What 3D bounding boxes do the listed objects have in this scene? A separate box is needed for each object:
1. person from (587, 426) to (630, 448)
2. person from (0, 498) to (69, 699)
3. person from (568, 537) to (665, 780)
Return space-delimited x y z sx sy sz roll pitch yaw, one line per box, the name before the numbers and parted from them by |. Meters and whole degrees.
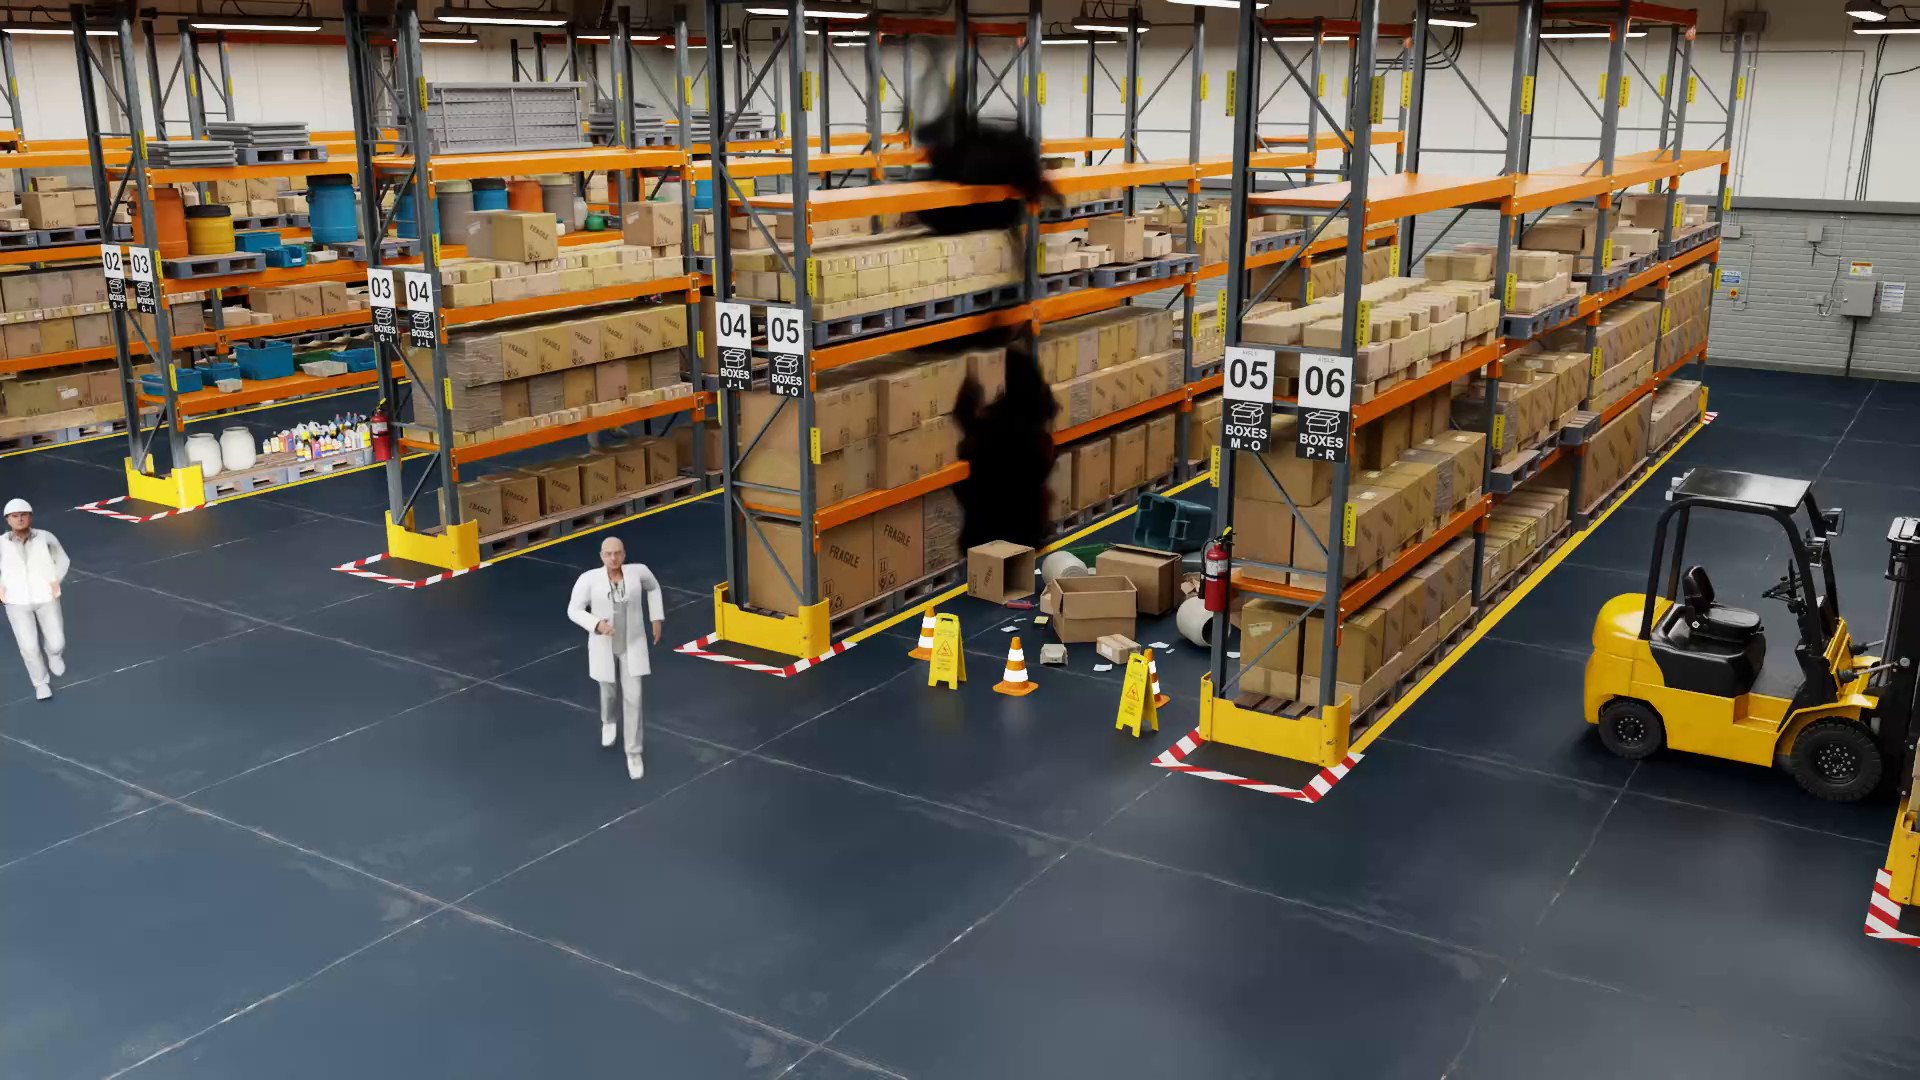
person | -4.948 -1.907 23.028 0.620 1.632 0.784 6 17 22
person | -7.963 0.487 14.254 0.657 1.721 0.612 -9 18 -29
person | -2.638 0.843 12.856 0.733 1.821 0.934 -4 16 -15
